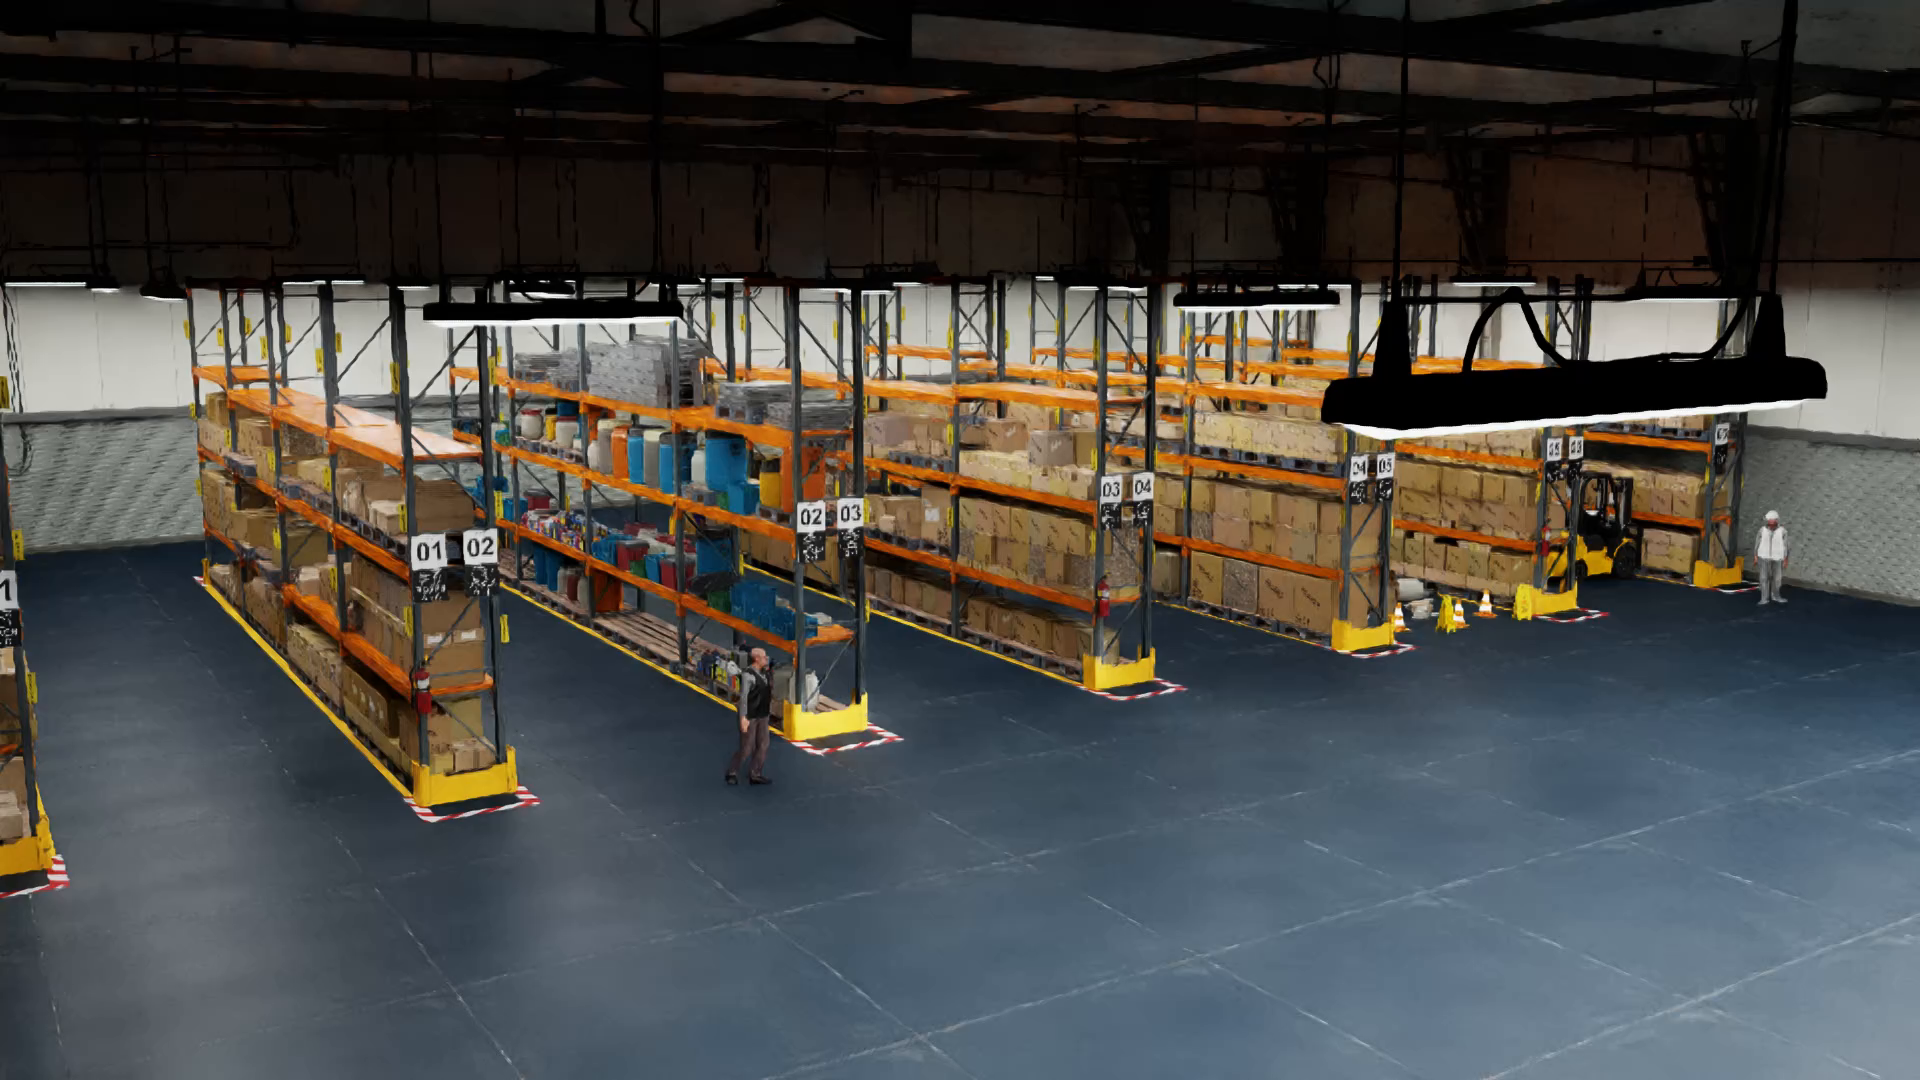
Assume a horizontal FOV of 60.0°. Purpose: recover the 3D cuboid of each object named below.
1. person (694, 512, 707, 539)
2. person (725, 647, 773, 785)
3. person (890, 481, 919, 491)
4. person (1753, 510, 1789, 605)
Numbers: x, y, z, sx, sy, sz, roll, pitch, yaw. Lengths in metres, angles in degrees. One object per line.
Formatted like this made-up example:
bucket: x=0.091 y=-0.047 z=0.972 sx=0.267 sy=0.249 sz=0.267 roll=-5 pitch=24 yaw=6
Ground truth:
person: x=-5.305 y=-0.176 z=34.005 sx=0.535 sy=1.655 sz=0.566 roll=-2 pitch=10 yaw=-14
person: x=-2.575 y=2.136 z=20.201 sx=0.549 sy=1.708 sz=0.571 roll=4 pitch=10 yaw=21
person: x=-1.654 y=-2.199 z=45.882 sx=0.938 sy=1.739 sz=0.591 roll=6 pitch=11 yaw=31
person: x=15.092 y=0.313 z=30.899 sx=0.631 sy=1.766 sz=0.544 roll=5 pitch=11 yaw=29
